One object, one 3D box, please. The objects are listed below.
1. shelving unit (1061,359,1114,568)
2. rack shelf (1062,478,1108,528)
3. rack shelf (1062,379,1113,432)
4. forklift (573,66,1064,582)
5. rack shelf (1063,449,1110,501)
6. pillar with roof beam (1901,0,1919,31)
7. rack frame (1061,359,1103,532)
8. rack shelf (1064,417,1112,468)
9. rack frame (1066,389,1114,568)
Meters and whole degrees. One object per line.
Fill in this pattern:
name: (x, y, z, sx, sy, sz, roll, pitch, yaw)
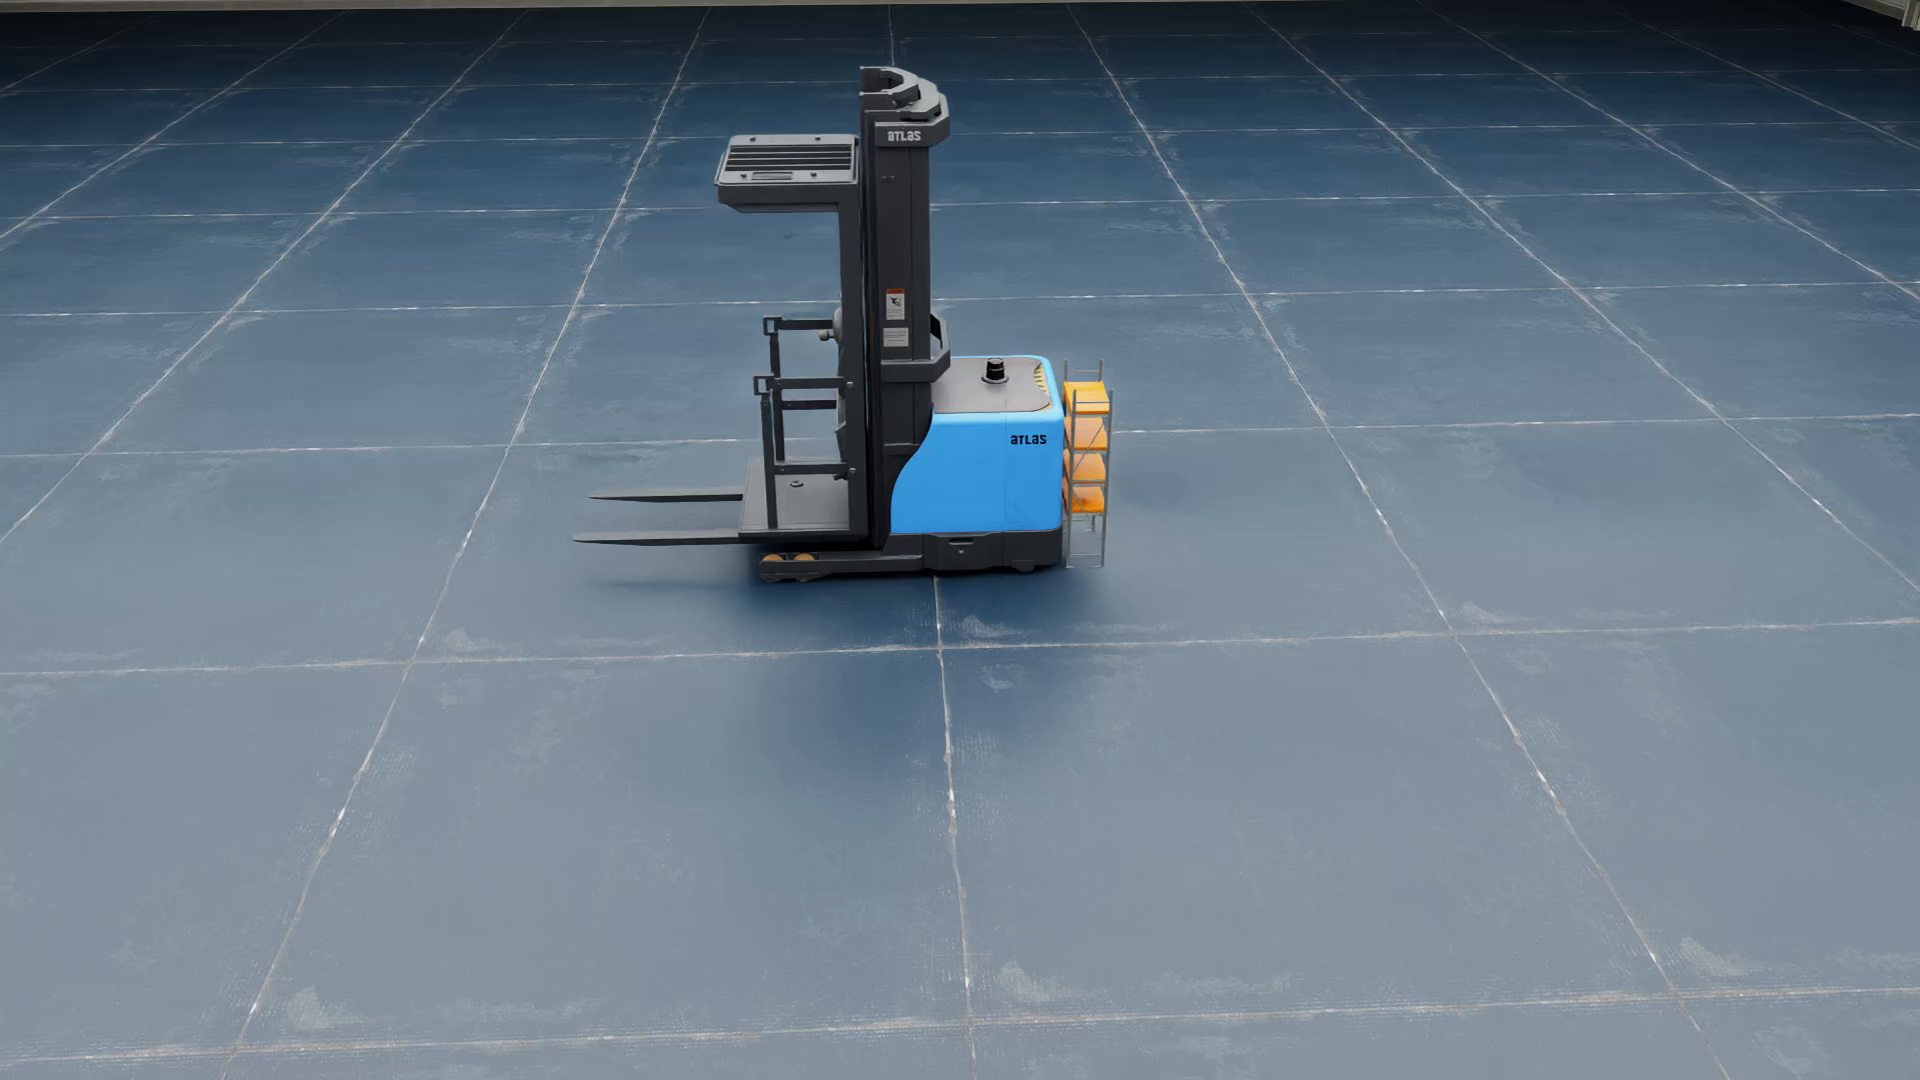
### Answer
shelving unit: (0.775, -0.474, 10.359, 0.258, 1.200, 0.503, -1, 28, -3)
rack shelf: (0.773, -0.238, 10.482, 0.258, 0.148, 0.480, -1, 28, -3)
rack shelf: (0.778, -0.822, 10.177, 0.258, 0.148, 0.480, -1, 28, -3)
forklift: (-0.897, -1.290, 10.054, 3.031, 2.935, 1.130, -1, 28, -2)
rack shelf: (0.775, -0.414, 10.390, 0.258, 0.148, 0.480, -1, 28, -3)
pillar with roof beam: (10.811, -11.966, 23.962, 9.100, 9.000, 0.400, -1, 28, -3)
rack frame: (0.763, -0.587, 10.575, 0.240, 1.200, 0.015, -1, 28, -3)
rack shelf: (0.776, -0.613, 10.286, 0.258, 0.148, 0.480, -1, 28, -3)
rack frame: (0.787, -0.361, 10.143, 0.240, 1.200, 0.015, -1, 28, -3)
